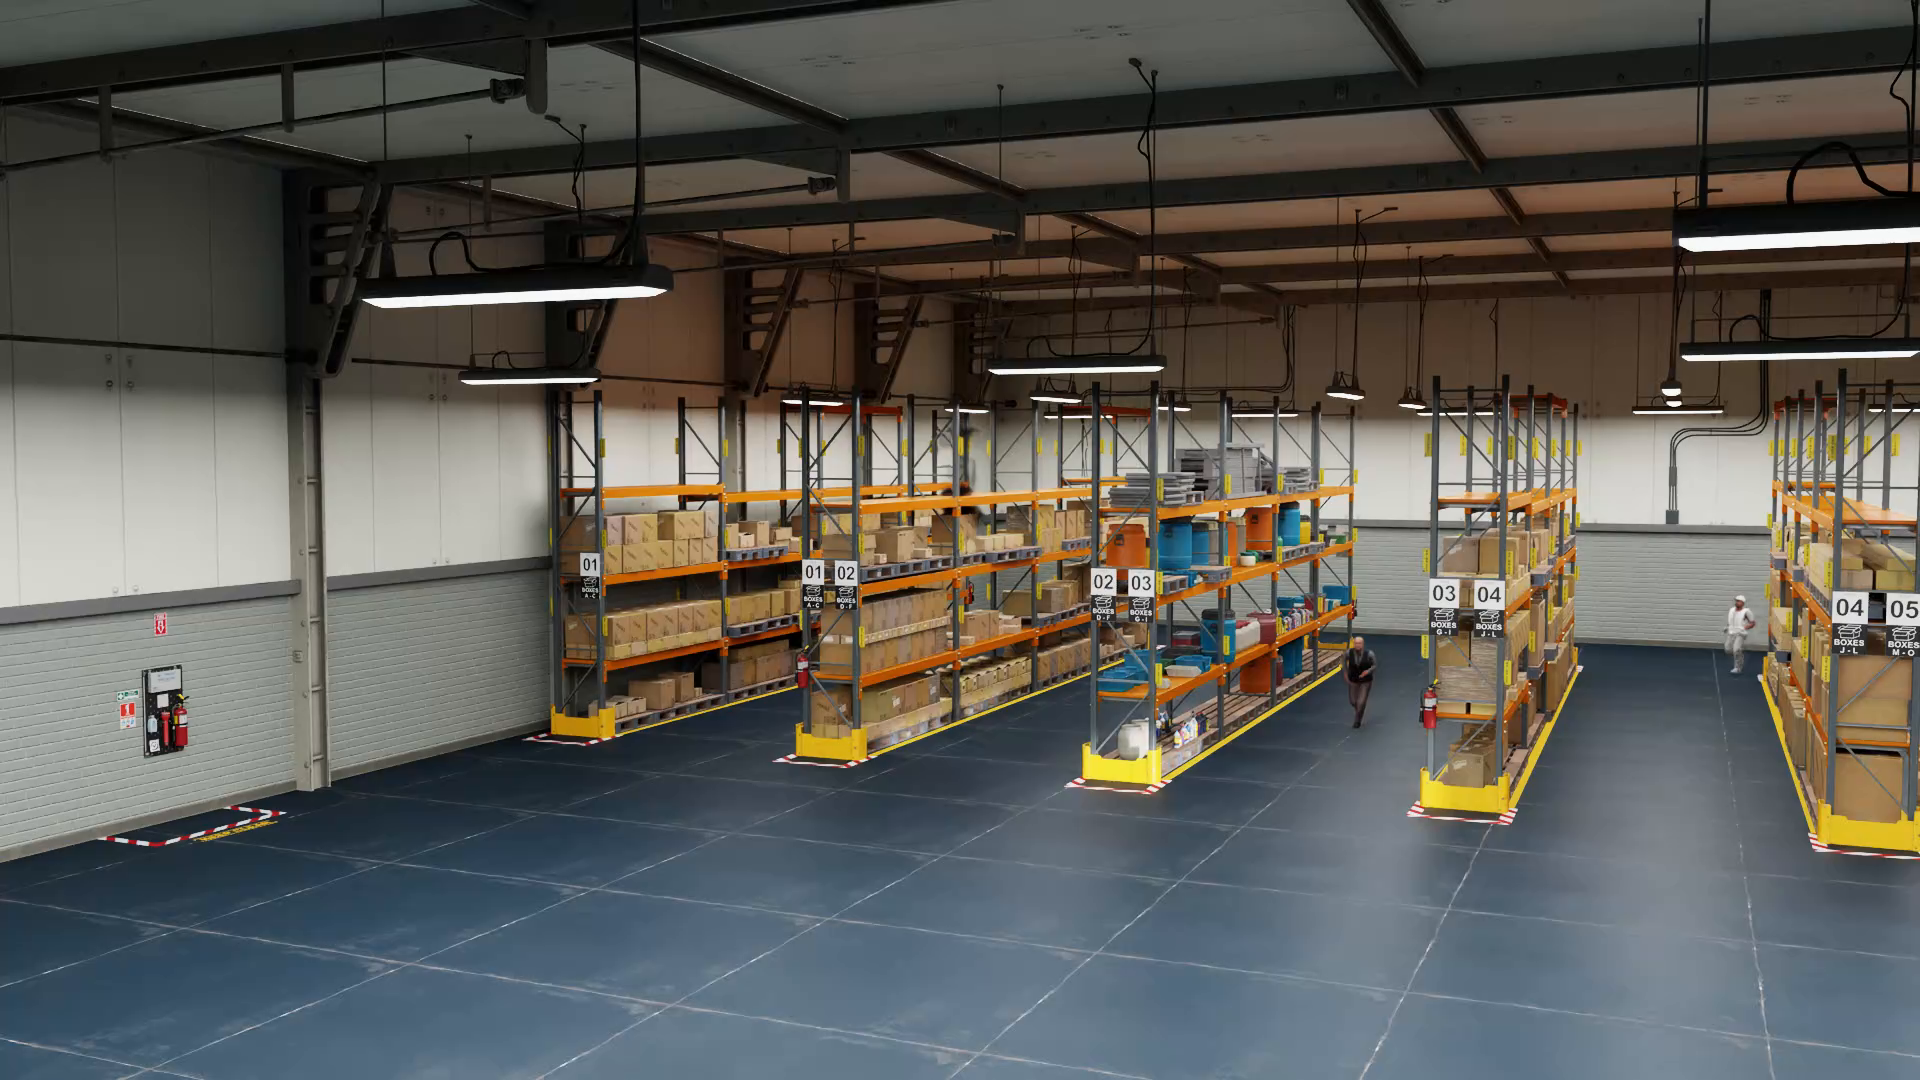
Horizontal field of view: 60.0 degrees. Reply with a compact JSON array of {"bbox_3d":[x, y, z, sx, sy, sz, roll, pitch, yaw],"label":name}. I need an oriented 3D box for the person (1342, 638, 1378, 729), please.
[{"bbox_3d":[7.153,2.550,29.782,0.650,1.655,0.740,1,3,18],"label":"person"}]

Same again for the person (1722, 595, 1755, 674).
[{"bbox_3d":[17.315,2.095,36.964,0.601,1.733,0.686,-2,4,-27],"label":"person"}]
